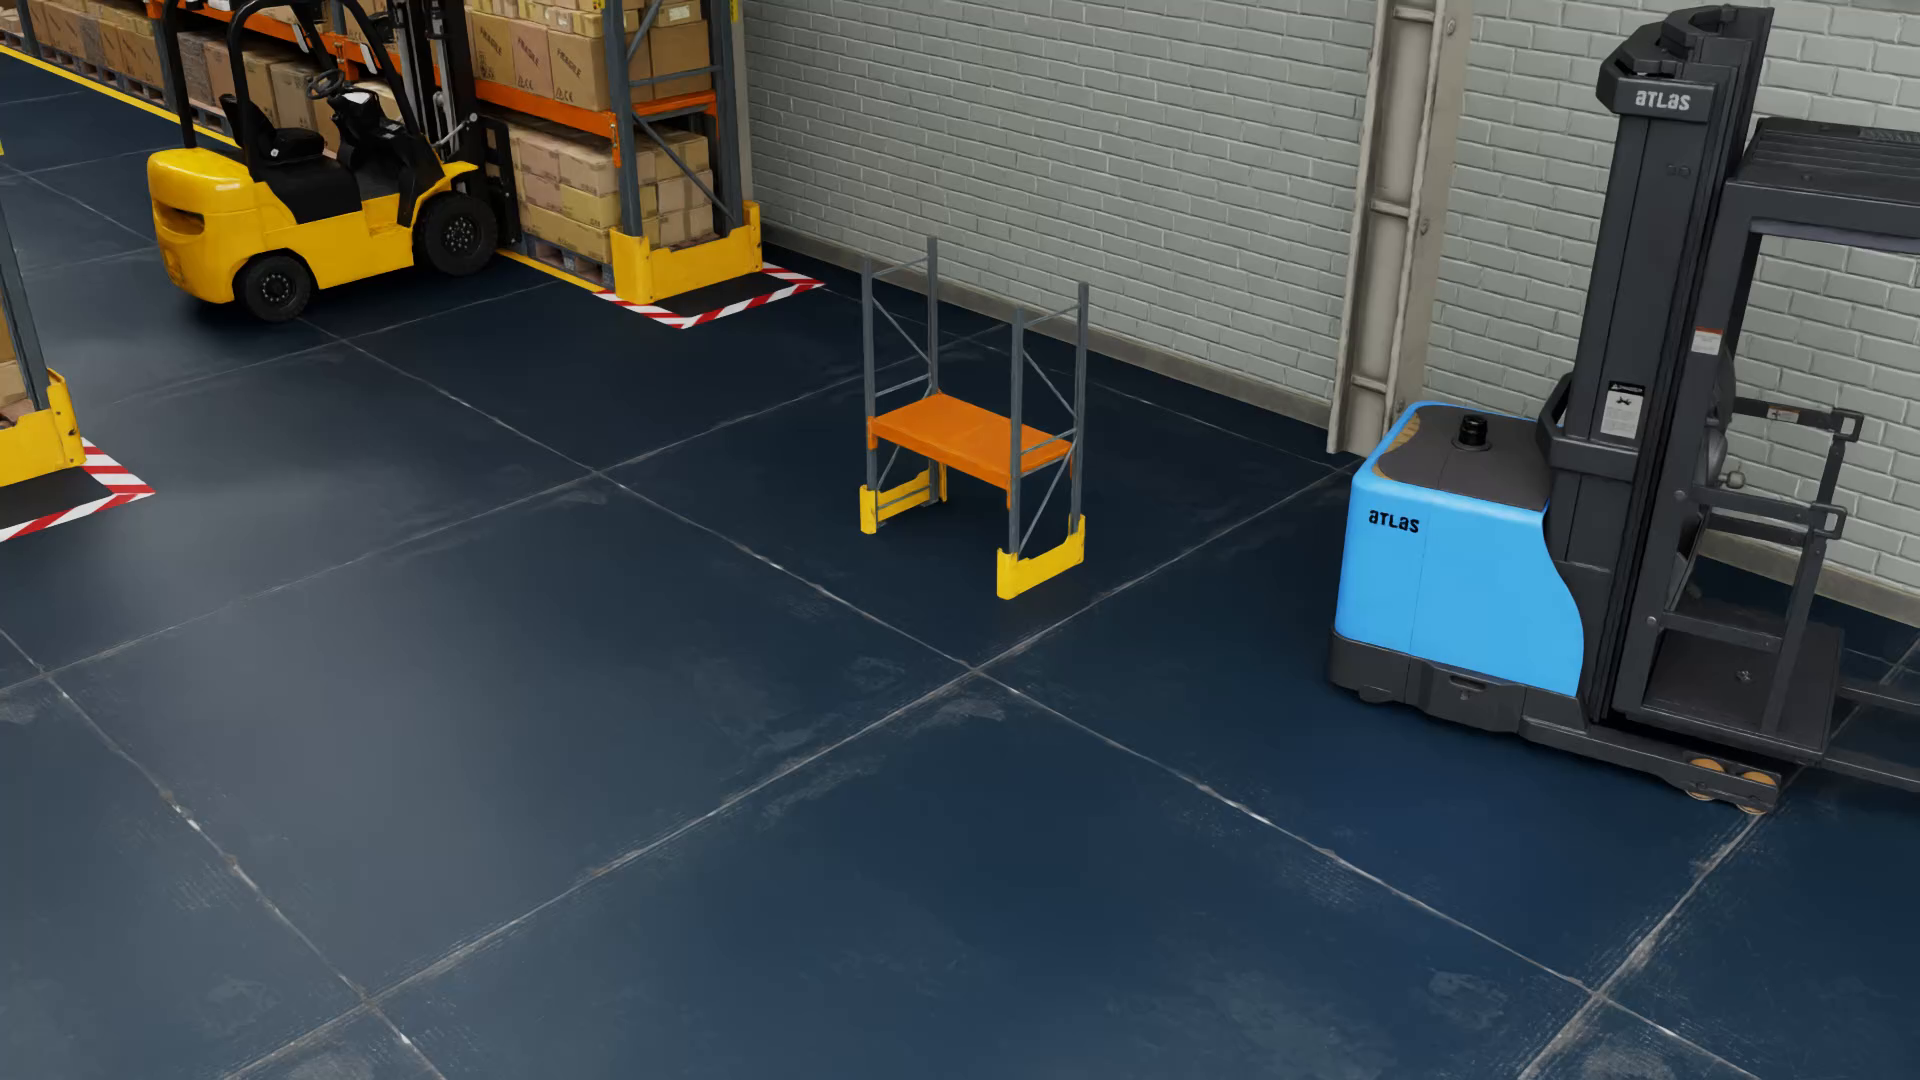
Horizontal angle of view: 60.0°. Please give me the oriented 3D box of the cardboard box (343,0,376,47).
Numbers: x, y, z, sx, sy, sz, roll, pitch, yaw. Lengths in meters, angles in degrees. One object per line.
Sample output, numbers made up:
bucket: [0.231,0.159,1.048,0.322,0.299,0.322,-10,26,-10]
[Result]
cardboard box: [-4.744,-4.382,13.754,0.500,0.500,0.500,23,36,37]

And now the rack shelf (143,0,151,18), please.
rack shelf: [-9.156,-6.209,18.108,4.000,0.370,1.077,25,36,38]

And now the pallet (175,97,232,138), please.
pallet: [-7.170,-4.359,16.813,1.213,0.211,1.003,25,36,38]

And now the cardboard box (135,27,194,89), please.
cardboard box: [-8.182,-5.021,17.310,0.500,0.500,0.500,-24,36,-38]

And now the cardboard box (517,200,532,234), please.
cardboard box: [-3.280,-2.613,13.000,0.500,0.250,0.500,-25,37,-39]

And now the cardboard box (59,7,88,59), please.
cardboard box: [-9.655,-5.692,18.587,0.500,0.500,0.500,23,36,37]

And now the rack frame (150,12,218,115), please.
rack frame: [-7.729,-5.875,16.699,0.127,3.000,1.000,25,36,38]

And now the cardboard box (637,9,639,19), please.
cardboard box: [-2.306,-3.852,12.048,0.250,0.149,0.380,25,36,38]

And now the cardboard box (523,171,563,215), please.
cardboard box: [-2.941,-2.677,12.584,0.500,0.250,0.500,24,36,38]

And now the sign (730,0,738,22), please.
sign: [-1.631,-3.865,11.862,0.005,0.325,0.100,25,36,38]

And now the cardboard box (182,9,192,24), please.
cardboard box: [-8.053,-5.610,17.735,0.380,0.149,0.250,-24,36,-38]

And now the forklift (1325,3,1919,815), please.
forklift: [3.179,-0.481,6.516,3.031,2.935,1.130,14,31,25]

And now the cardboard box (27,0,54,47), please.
cardboard box: [-10.395,-6.027,19.223,0.500,0.500,0.500,-23,36,-37]

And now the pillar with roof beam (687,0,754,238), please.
pillar with roof beam: [-4.908,-5.017,8.623,0.400,9.000,9.100,25,36,38]

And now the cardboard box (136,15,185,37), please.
cardboard box: [-8.259,-5.318,17.179,0.250,0.149,0.380,23,35,36]

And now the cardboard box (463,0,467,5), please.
cardboard box: [-3.746,-4.198,12.707,0.250,0.149,0.380,24,36,37]

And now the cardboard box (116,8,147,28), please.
cardboard box: [-8.632,-5.498,17.520,0.250,0.149,0.380,23,36,37]

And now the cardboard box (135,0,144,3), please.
cardboard box: [-8.842,-5.919,18.322,0.250,0.149,0.380,25,37,39]

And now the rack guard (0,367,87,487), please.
rack guard: [-5.556,-0.534,9.229,0.348,0.500,1.175,25,36,38]

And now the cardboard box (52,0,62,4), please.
cardboard box: [-10.070,-6.196,18.849,0.250,0.149,0.380,22,35,36]

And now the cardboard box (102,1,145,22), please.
cardboard box: [-8.967,-5.680,17.867,0.250,0.149,0.380,24,36,38]

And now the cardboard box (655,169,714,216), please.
cardboard box: [-2.215,-2.677,12.584,0.500,0.250,0.500,-25,36,-38]

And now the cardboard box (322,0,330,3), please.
cardboard box: [-5.407,-4.800,14.279,0.500,0.250,0.500,24,36,37]

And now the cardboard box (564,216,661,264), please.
cardboard box: [-2.581,-2.282,12.370,0.500,0.250,0.500,25,37,39]

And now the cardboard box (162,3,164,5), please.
cardboard box: [-8.416,-5.785,18.066,0.250,0.149,0.380,23,35,36]

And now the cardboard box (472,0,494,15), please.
cardboard box: [-3.400,-4.026,12.380,0.250,0.149,0.380,25,37,39]

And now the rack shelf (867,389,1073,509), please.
rack shelf: [0.061,-0.477,8.432,1.000,0.185,0.538,25,36,38]

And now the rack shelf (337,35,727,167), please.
rack shelf: [-3.451,-3.599,13.144,4.000,0.370,1.077,25,36,38]

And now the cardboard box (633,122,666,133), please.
cardboard box: [-2.594,-3.057,12.770,0.500,0.250,0.500,25,36,38]

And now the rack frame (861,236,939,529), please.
rack frame: [-0.302,-0.802,8.663,0.032,1.500,0.500,25,36,38]

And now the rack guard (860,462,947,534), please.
rack guard: [-0.301,-0.248,8.954,0.087,0.250,0.587,25,36,38]

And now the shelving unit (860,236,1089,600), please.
shelving unit: [0.054,-0.639,8.354,1.083,1.500,0.587,25,36,38]

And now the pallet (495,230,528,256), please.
pallet: [-3.465,-2.664,13.589,1.213,0.211,1.003,25,36,38]

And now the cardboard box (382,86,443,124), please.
cardboard box: [-4.395,-3.549,13.705,0.500,0.250,0.500,25,36,38]

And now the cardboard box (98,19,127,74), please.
cardboard box: [-8.906,-5.357,17.950,0.500,0.500,0.500,-23,36,-37]

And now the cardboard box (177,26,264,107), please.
cardboard box: [-7.294,-4.801,16.759,0.875,0.625,0.625,-24,36,-38]

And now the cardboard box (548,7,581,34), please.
cardboard box: [-2.672,-3.689,11.739,0.380,0.149,0.250,-25,36,-38]

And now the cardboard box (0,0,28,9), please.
cardboard box: [-11.742,-6.703,20.509,0.500,0.500,0.700,23,35,37]

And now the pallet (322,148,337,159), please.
pallet: [-5.430,-3.563,15.299,1.213,0.211,1.003,25,36,38]

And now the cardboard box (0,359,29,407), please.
cardboard box: [-5.884,-0.940,9.817,0.500,0.250,0.500,24,36,38]

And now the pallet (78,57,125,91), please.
pallet: [-9.101,-5.295,18.593,1.213,0.211,1.003,25,36,38]

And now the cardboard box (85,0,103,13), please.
cardboard box: [-9.325,-5.857,18.204,0.250,0.149,0.380,25,37,39]

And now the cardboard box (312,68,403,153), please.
cardboard box: [-5.257,-3.871,14.989,0.875,0.625,0.625,-23,36,-37]

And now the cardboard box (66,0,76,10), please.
cardboard box: [-9.713,-6.018,18.509,0.250,0.149,0.380,24,36,38]

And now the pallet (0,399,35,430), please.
pallet: [-6.111,-0.683,9.823,1.213,0.211,1.003,25,36,38]

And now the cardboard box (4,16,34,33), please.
cardboard box: [-11.185,-6.188,19.908,0.250,0.149,0.380,23,36,37]

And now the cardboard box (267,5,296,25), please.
cardboard box: [-5.782,-4.743,14.708,0.500,0.250,0.500,24,36,38]

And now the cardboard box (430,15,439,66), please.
cardboard box: [-3.999,-4.053,13.128,0.500,0.500,0.500,24,36,38]

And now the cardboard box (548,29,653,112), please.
cardboard box: [-2.560,-3.382,11.852,0.500,0.500,0.500,24,36,37]

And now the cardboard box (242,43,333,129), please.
cardboard box: [-6.343,-4.371,15.941,0.625,0.625,0.875,23,35,36]

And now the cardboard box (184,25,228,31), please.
cardboard box: [-7.833,-5.185,17.622,0.500,0.500,0.500,-24,36,-37]

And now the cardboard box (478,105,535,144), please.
cardboard box: [-3.663,-3.216,13.073,0.500,0.250,0.500,24,36,37]

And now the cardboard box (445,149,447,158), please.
cardboard box: [-4.038,-3.168,13.518,0.500,0.250,0.500,24,36,38]

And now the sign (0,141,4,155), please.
sign: [-5.122,-2.179,8.741,0.005,0.325,0.100,25,36,38]

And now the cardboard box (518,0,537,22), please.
cardboard box: [-2.982,-3.879,12.100,0.250,0.149,0.380,24,36,38]

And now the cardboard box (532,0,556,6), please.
cardboard box: [-2.831,-3.921,11.860,0.380,0.149,0.250,-24,36,-38]

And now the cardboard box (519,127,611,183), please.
cardboard box: [-2.940,-2.887,12.447,0.500,0.250,0.500,-25,36,-38]

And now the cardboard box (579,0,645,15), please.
cardboard box: [-2.428,-3.774,11.581,0.250,0.149,0.380,25,36,38]

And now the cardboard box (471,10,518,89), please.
cardboard box: [-3.289,-3.722,12.497,0.500,0.500,0.500,24,36,37]

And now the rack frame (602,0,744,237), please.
rack frame: [-2.025,-3.264,11.735,0.127,3.000,1.000,25,36,38]
